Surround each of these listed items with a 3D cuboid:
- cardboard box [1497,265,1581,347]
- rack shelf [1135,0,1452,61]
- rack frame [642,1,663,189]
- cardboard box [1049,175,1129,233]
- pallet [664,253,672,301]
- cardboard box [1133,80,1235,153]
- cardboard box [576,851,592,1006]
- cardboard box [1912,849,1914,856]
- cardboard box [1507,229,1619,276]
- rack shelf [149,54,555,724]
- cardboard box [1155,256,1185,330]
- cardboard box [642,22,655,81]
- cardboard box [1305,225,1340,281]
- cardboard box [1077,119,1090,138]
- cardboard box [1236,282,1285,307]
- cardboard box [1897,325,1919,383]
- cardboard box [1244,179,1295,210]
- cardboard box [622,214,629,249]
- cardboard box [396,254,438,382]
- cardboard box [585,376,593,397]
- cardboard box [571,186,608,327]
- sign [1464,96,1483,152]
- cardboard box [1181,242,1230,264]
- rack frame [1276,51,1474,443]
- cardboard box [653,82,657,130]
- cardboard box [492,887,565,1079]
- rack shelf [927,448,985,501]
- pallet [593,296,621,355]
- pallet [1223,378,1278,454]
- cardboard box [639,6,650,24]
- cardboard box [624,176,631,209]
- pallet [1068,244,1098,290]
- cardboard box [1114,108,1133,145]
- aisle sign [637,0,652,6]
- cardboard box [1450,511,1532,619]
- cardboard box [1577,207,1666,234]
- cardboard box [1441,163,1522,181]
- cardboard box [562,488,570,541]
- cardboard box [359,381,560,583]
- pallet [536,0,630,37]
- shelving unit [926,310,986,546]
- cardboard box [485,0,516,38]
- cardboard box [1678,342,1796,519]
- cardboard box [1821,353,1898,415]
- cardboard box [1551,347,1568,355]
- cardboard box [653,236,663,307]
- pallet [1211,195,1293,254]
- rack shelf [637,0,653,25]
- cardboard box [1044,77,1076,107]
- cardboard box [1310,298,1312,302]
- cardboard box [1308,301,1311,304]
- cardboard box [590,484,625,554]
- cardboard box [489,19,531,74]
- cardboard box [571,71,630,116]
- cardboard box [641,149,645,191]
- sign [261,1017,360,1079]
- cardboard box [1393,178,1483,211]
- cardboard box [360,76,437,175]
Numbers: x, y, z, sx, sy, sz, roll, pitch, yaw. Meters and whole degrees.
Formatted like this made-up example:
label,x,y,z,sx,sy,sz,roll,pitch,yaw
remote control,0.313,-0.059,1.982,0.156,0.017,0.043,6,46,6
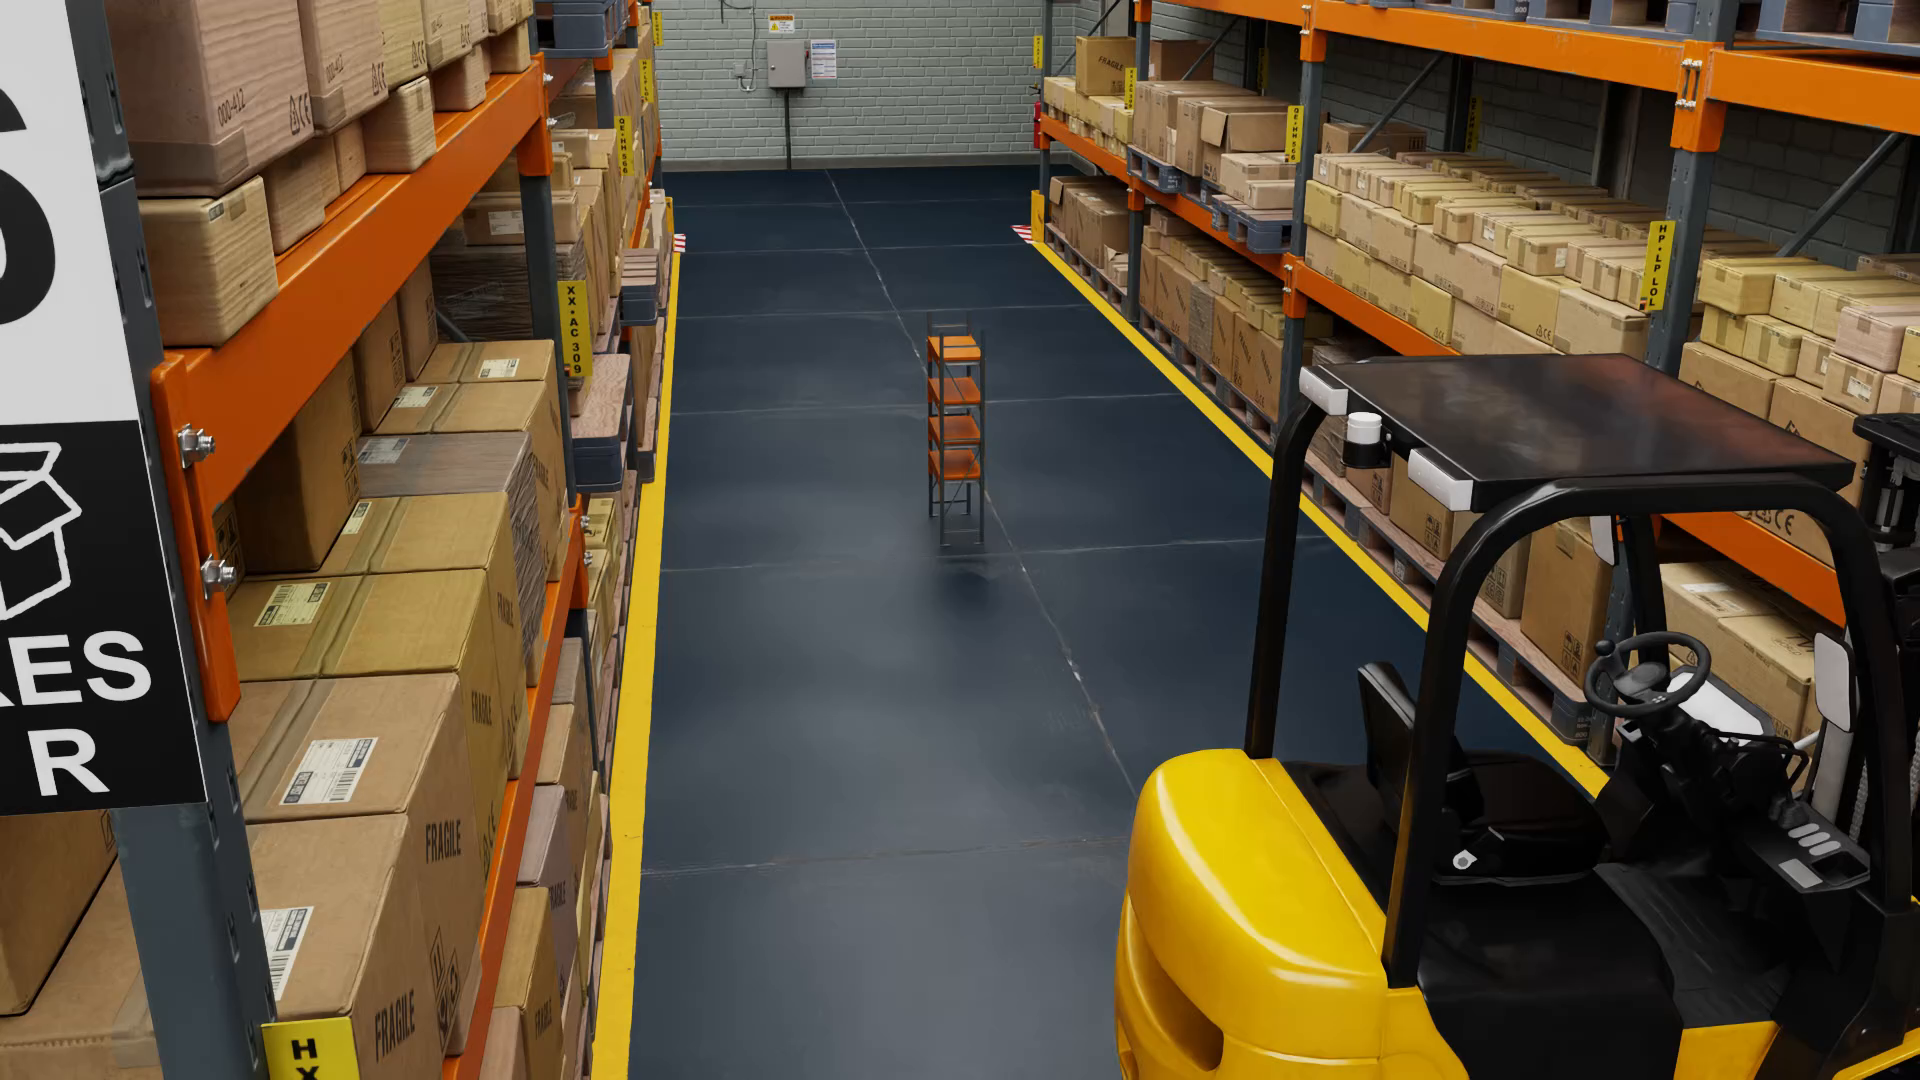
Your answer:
label,x,y,z,sx,sy,sz,roll,pitch,yaw
cardboard box,2.674,-1.023,7.169,0.500,0.250,0.500,-3,21,-9
rack shelf,2.214,-3.670,11.497,1.077,0.370,4.000,-3,21,-8
rack frame,-3.562,-4.428,16.784,1.000,3.000,0.127,-3,21,-8
cardboard box,1.344,-3.490,17.241,0.797,0.503,0.637,-4,21,-10
pallet,-3.197,-2.427,15.413,1.003,0.211,1.213,-3,21,-8
cardboard box,1.775,-3.359,13.180,0.700,0.500,0.500,-2,21,-6
cardboard box,-1.394,1.193,5.064,0.500,0.250,0.500,-3,21,-9
cardboard box,3.051,1.039,4.761,0.500,0.250,0.500,-3,21,-8
cardboard box,2.603,-1.243,7.186,0.380,0.149,0.250,-4,21,-9
rack shelf,-1.544,-0.649,3.407,1.077,0.370,4.000,-3,21,-8
cardboard box,1.860,-1.958,13.143,0.500,0.500,0.500,-3,21,-8
cardboard box,-3.152,-4.609,15.696,0.500,0.500,0.500,-3,21,-8
cardboard box,2.325,-1.673,9.624,0.500,0.250,0.500,-3,21,-8
cardboard box,1.320,-3.895,15.718,0.380,0.149,0.250,-2,21,-7
cardboard box,2.123,-1.677,11.466,0.380,0.149,0.250,-2,21,-6
cardboard box,3.004,-0.533,4.860,0.380,0.149,0.250,-3,21,-9
cardboard box,2.028,-2.197,10.569,0.380,0.149,0.250,-3,21,-7
cardboard box,-2.230,-1.770,9.882,0.500,0.250,0.500,-3,21,-9
cardboard box,-1.983,-0.764,4.978,0.700,0.500,0.500,-3,21,-8
cardboard box,-1.626,-0.646,6.418,0.380,0.149,0.250,-2,21,-7
cardboard box,-1.746,-1.178,6.915,0.500,0.500,0.500,-3,21,-8
sign,3.052,-2.481,9.917,0.100,0.325,0.005,-3,21,-8
cardboard box,1.932,-2.212,12.897,0.380,0.149,0.250,-3,21,-9
rack frame,2.503,-1.910,10.042,1.000,3.000,0.127,-3,21,-8
cardboard box,-3.089,-3.969,15.412,0.500,0.500,0.500,-2,21,-6
cardboard box,-1.246,1.196,3.986,0.500,0.500,0.500,-3,21,-7
rack shelf,-0.024,-0.370,9.253,0.258,0.148,0.480,-3,21,-8
pallet,-2.083,-0.885,7.572,1.003,0.211,1.213,-3,21,-8
pallet,2.433,-0.864,11.227,1.003,0.211,1.213,-3,21,-8
cardboard box,-3.131,-4.961,15.712,0.380,0.149,0.250,-3,21,-8
cardboard box,-2.311,-2.189,10.289,0.500,0.250,0.500,-2,21,-6
pallet,1.649,-2.649,16.008,1.003,0.211,1.213,-3,21,-8
cardboard box,1.611,-3.528,14.163,0.500,0.250,0.500,-2,21,-6
aisle sign,-3.265,-5.686,16.438,0.394,0.787,0.004,-3,21,-8
cardboard box,2.889,-0.058,7.878,0.875,0.625,0.625,-3,21,-8
cardboard box,3.109,-1.452,7.746,0.380,0.149,0.250,-3,21,-8
cardboard box,2.875,-1.980,9.161,0.380,0.149,0.250,-3,21,-8
cardboard box,-1.484,-0.059,5.447,0.380,0.149,0.250,-3,21,-8
cardboard box,-1.441,-0.140,4.736,0.500,0.500,0.500,-2,21,-6
pallet,-1.968,-2.168,6.716,1.213,0.211,1.003,-3,21,-8
shelving unit,-0.024,-0.619,9.160,0.258,1.200,0.503,-3,21,-8
cardboard box,-1.428,-1.433,4.268,0.500,0.250,0.500,-3,21,-9
cardboard box,2.885,-0.405,5.870,0.500,0.500,0.500,-3,21,-9
cardboard box,2.931,-0.484,5.155,0.380,0.149,0.250,-2,21,-7
cardboard box,2.748,-0.616,6.792,0.500,0.250,0.500,-2,21,-7
cardboard box,-2.969,-2.262,14.047,0.875,0.438,0.875,-3,21,-9
pallet,2.336,-2.051,10.694,1.213,0.211,1.003,-3,21,-8
rack shelf,-3.273,-4.803,14.531,1.077,0.370,4.000,-3,21,-8
cardboard box,1.148,-4.578,16.975,0.500,0.250,0.500,-3,21,-7
cardboard box,2.662,-1.710,11.552,0.380,0.149,0.250,-4,21,-10
cardboard box,2.592,-1.449,11.781,0.500,0.500,0.500,-2,21,-5
cardboard box,-2.223,-0.172,8.546,0.950,0.372,0.625,-3,21,-9
cardboard box,-1.484,-1.467,4.927,0.380,0.149,0.250,-3,21,-7
cardboard box,-2.378,-2.707,10.606,0.500,0.500,0.500,-2,21,-6
cardboard box,-2.671,-2.830,12.720,0.500,0.250,0.500,-3,21,-9
sign,-0.718,0.679,1.874,0.100,0.325,0.005,-3,21,-8
cardboard box,2.475,-1.780,8.624,0.380,0.149,0.250,-3,21,-7
cardboard box,-1.172,-0.754,3.020,0.380,0.149,0.250,-3,21,-7
